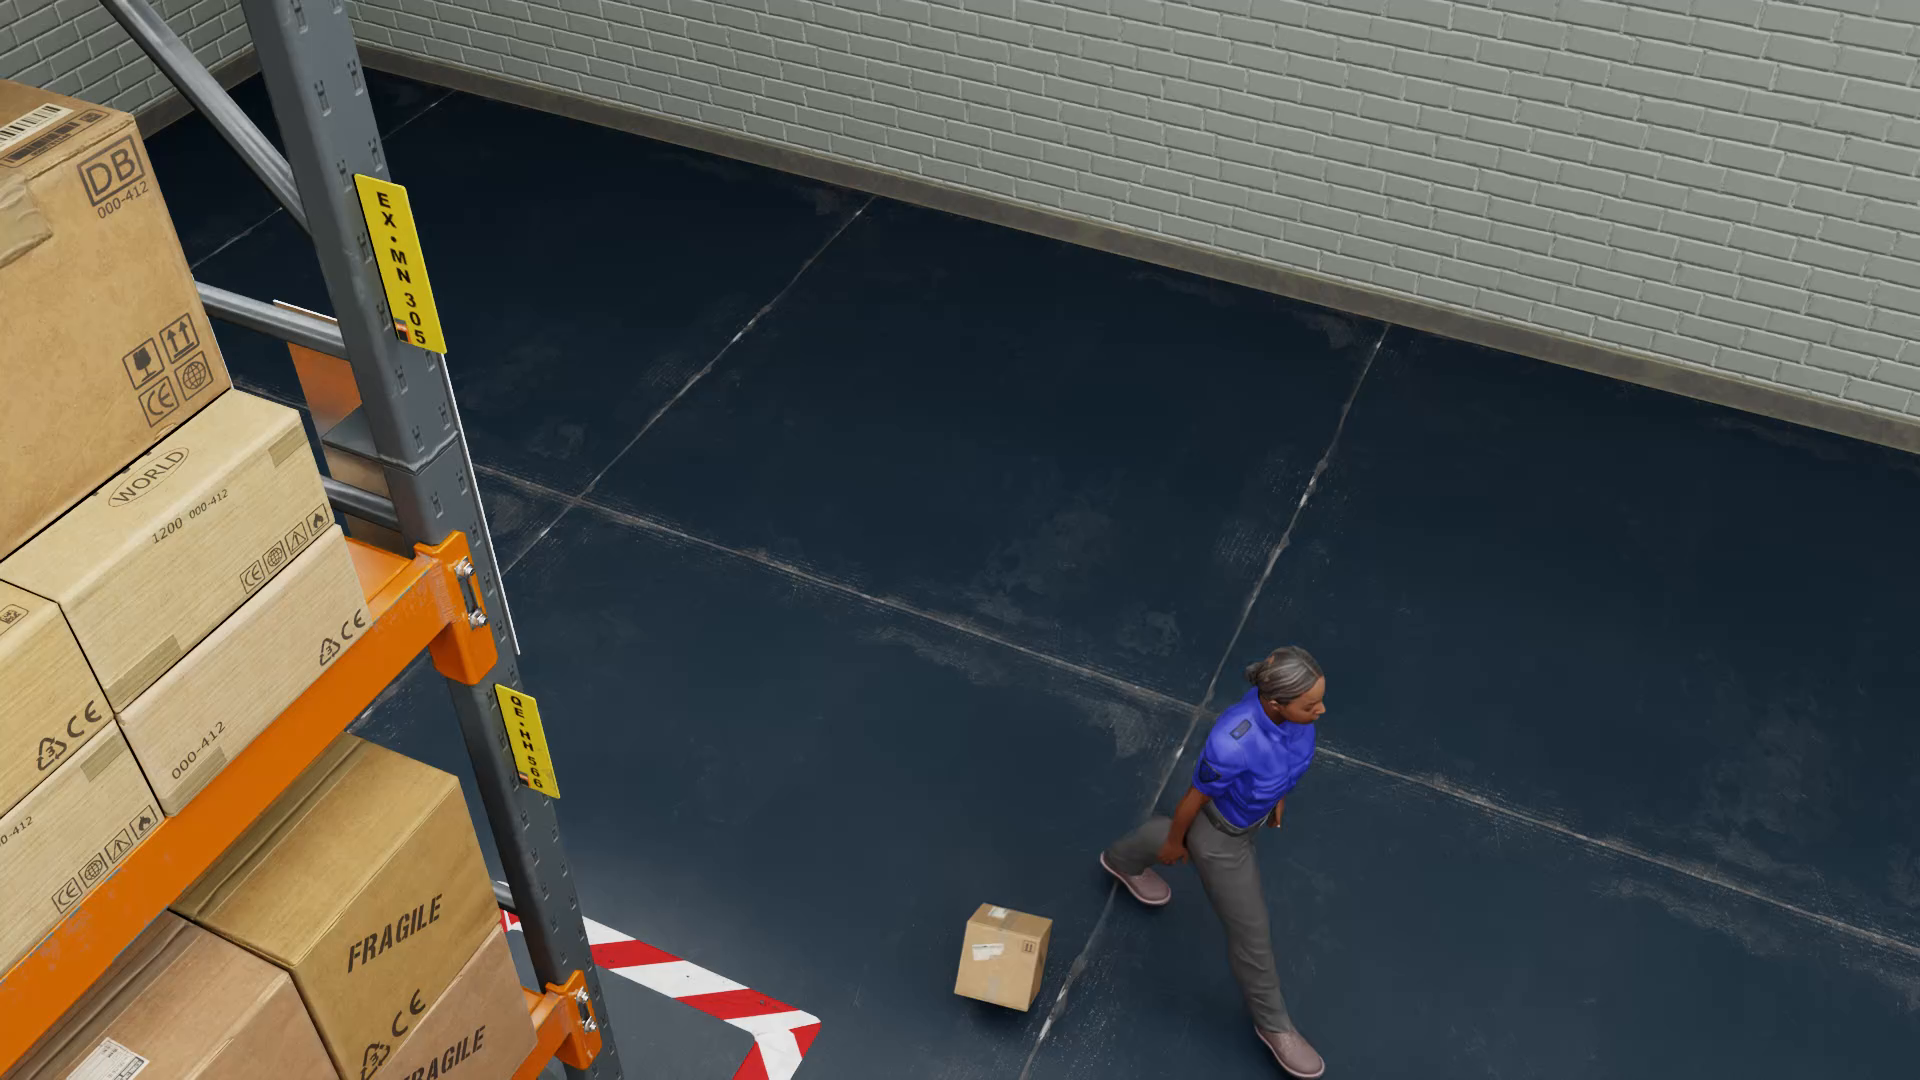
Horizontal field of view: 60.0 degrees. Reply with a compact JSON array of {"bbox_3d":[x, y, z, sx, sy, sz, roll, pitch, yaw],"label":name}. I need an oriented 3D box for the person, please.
[{"bbox_3d":[0.880,0.865,5.236,1.065,1.584,0.465,30,50,29],"label":"person"}]
